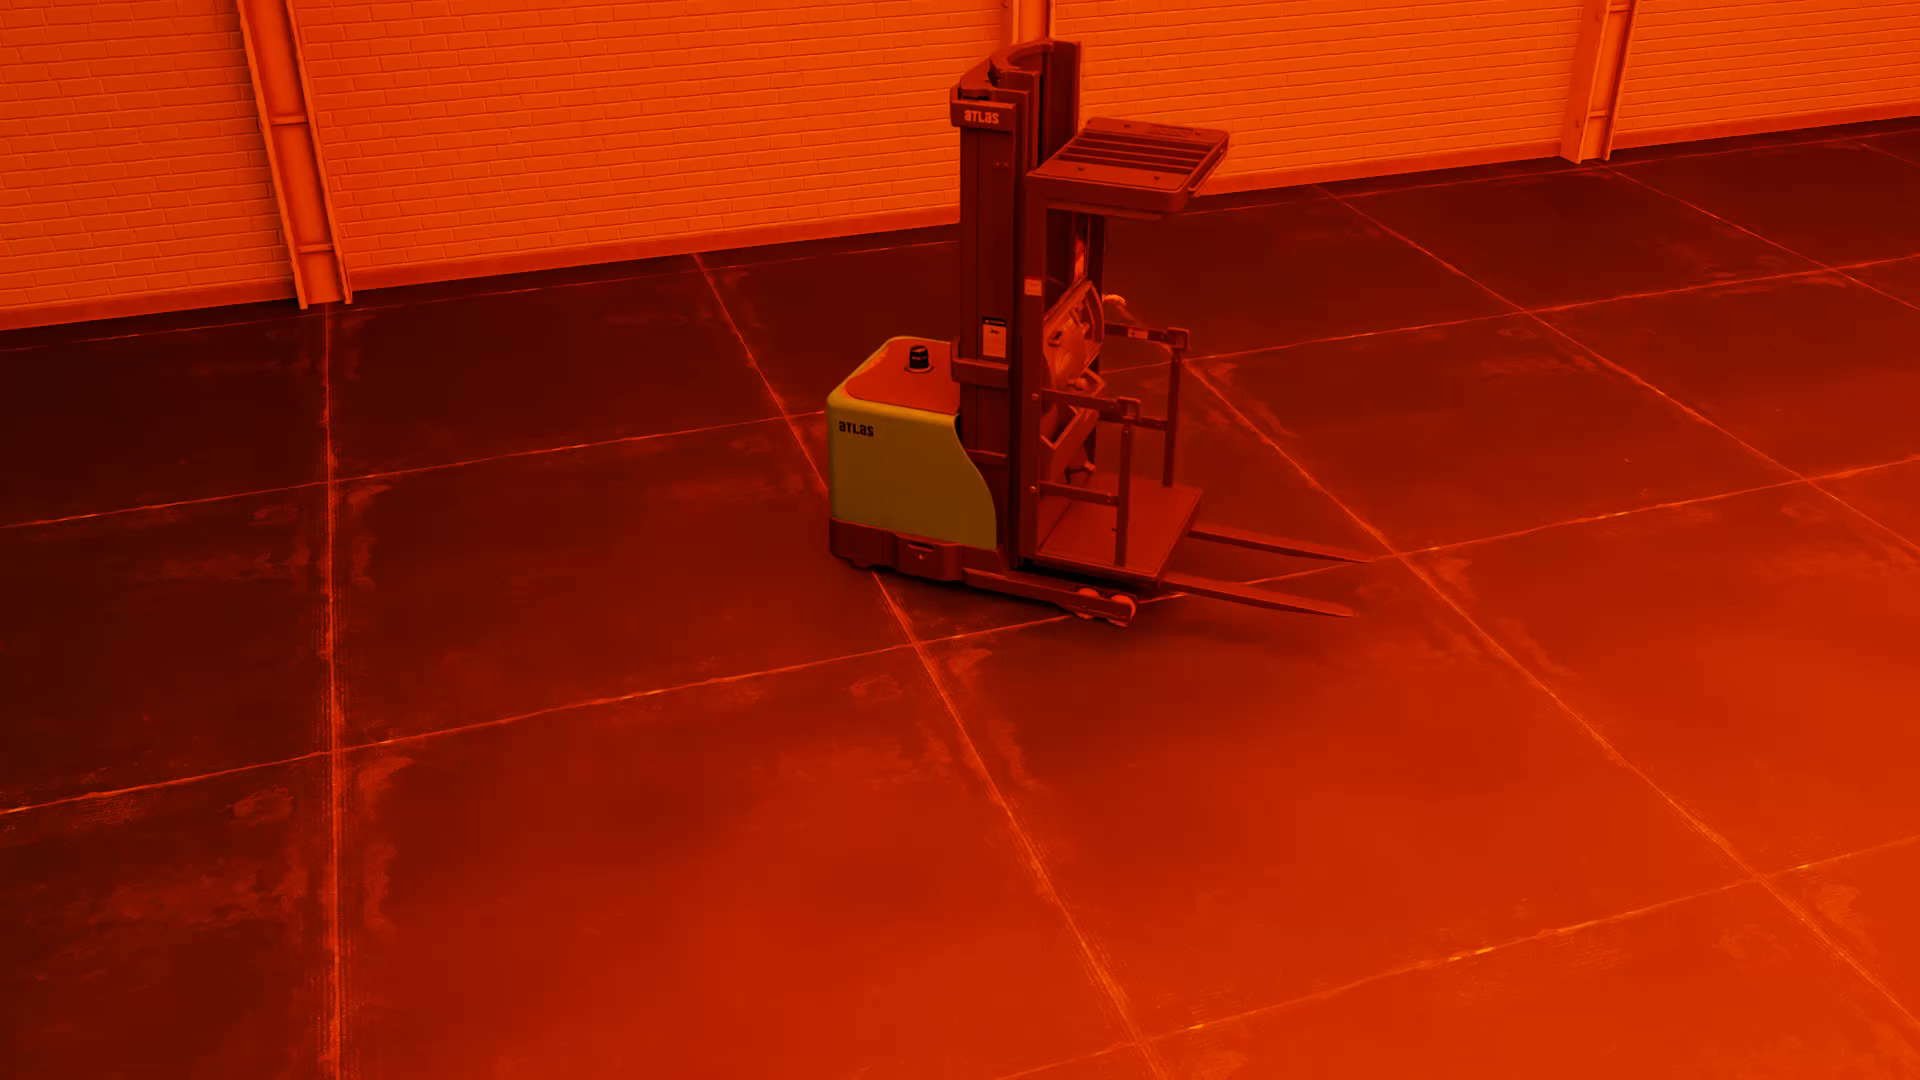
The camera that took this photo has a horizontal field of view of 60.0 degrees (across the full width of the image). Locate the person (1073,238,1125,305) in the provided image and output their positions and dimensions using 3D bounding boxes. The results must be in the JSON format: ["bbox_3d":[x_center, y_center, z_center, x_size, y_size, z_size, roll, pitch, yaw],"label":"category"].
[{"bbox_3d":[0.675,-1.220,10.715,0.815,1.435,0.870,-3,30,-5],"label":"person"}]

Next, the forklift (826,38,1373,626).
[{"bbox_3d":[0.805,-1.098,8.995,3.031,2.935,1.130,11,32,18],"label":"forklift"}]
